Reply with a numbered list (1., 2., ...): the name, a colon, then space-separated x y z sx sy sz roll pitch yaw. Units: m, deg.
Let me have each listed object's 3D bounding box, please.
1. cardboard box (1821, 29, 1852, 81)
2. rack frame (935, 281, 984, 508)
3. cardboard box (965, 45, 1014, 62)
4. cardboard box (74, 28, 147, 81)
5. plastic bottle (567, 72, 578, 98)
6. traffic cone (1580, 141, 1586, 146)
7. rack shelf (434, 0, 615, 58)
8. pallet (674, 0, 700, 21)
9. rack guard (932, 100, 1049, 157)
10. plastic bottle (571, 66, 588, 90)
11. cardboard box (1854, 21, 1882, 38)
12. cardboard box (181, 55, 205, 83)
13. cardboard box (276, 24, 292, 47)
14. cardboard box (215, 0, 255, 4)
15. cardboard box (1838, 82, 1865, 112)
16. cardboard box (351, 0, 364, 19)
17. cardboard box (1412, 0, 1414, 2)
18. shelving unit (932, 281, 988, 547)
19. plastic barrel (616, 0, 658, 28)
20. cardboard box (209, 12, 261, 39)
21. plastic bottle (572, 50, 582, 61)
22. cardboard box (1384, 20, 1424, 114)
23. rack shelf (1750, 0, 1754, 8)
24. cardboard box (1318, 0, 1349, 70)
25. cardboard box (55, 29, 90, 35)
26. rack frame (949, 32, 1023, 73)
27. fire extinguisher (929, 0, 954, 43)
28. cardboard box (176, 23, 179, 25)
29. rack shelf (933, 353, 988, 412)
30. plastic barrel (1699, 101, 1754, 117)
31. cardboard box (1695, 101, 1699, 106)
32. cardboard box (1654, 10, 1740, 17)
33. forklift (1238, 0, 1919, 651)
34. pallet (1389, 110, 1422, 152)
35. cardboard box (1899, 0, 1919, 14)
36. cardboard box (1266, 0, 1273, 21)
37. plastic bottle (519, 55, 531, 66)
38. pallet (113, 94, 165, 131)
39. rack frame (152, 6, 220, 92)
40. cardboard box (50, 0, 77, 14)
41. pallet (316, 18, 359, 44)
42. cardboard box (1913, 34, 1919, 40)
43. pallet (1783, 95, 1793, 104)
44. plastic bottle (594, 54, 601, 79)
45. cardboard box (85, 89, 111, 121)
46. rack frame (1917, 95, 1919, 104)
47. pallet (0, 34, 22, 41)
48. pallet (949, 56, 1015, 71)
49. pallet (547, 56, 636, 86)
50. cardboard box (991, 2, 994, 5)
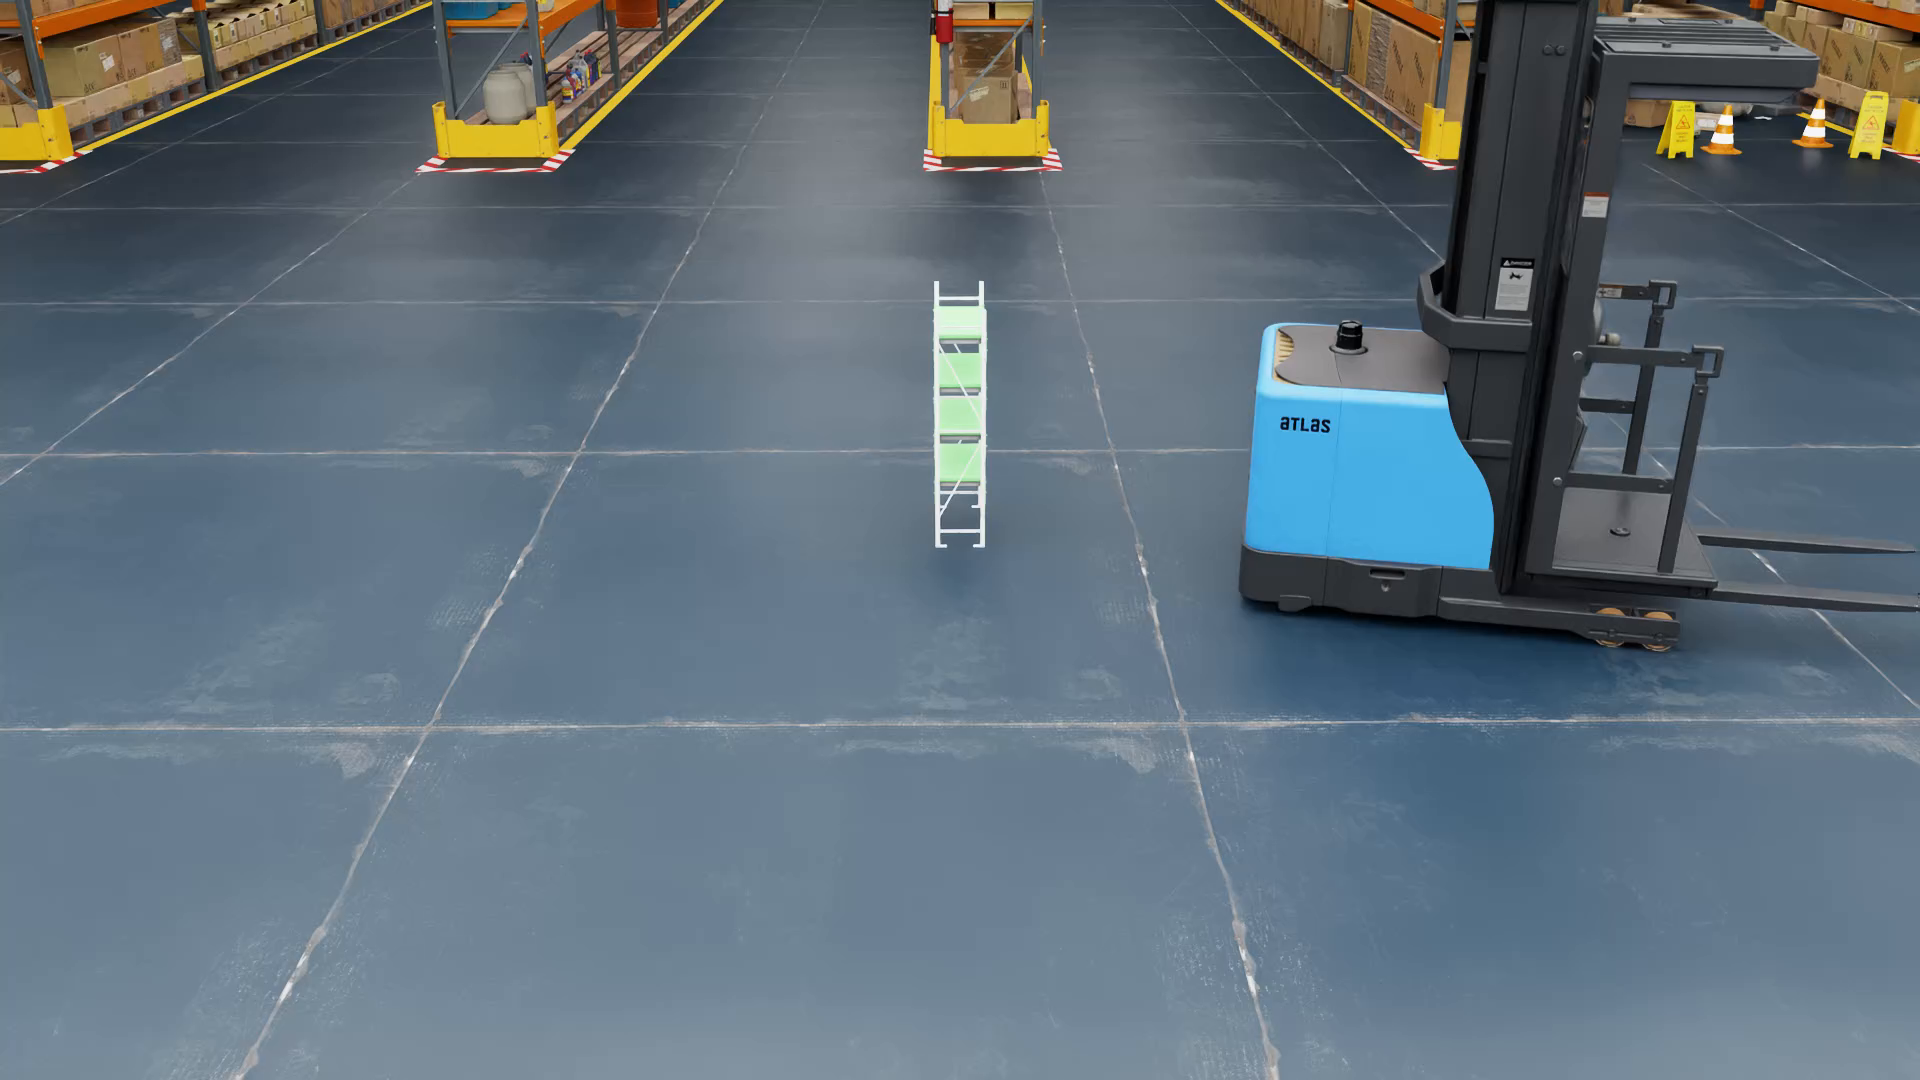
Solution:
1. cardboard box: 9.939 -5.367 18.394 0.500 0.500 0.500 -1 24 -2
2. rack frame: -0.004 -0.715 8.376 0.240 1.200 0.015 0 24 -1
3. cardboard box: 0.327 -5.335 18.929 0.500 0.500 0.500 -2 24 -5
4. cardboard box: -9.396 -5.368 18.396 0.500 0.500 0.500 0 24 -1
5. plastic bottle: -4.358 -5.115 18.697 0.097 0.271 0.097 0 24 0
6. traffic cone: 6.682 -4.341 17.286 0.336 0.463 0.334 0 24 -1
7. rack shelf: -4.668 -5.765 18.229 1.077 0.370 4.000 0 24 -1
8. pallet: -4.810 -8.624 27.063 1.003 0.211 1.213 0 24 -1
9. rack guard: 0.306 -4.183 16.892 1.175 0.500 0.348 0 24 -1
10. plastic bottle: -4.391 -5.333 19.172 0.152 0.276 0.135 0 24 0
11. cardboard box: 9.876 -5.494 17.888 0.380 0.149 0.250 0 24 0
12. cardboard box: -9.419 -5.644 19.917 0.500 0.250 0.500 0 24 -1
13. cardboard box: -9.425 -6.847 22.577 0.500 0.250 0.500 0 24 1
14. cardboard box: -9.960 -7.305 22.907 0.500 0.311 0.500 -1 24 -2
15. cardboard box: 9.941 -4.819 18.092 0.500 0.250 0.500 0 24 0
16. cardboard box: -9.417 -8.217 25.277 0.500 0.500 0.500 -1 24 -1
17. cardboard box: 5.310 -5.950 17.584 0.875 0.550 0.550 0 24 -1
18. shelving unit: -0.002 -0.615 8.154 0.258 1.200 0.503 0 24 -1
19. plastic barrel: -4.755 -7.969 24.353 0.600 0.830 0.708 0 24 -1
20. cardboard box: -9.405 -6.681 21.528 0.500 0.311 0.500 -1 24 -2
21. plastic bottle: -4.538 -5.645 19.773 0.144 0.351 0.185 0 24 -1
22. cardboard box: 5.183 -5.136 18.035 0.875 0.875 0.875 -1 24 -1
23. rack shelf: 10.151 -7.480 22.021 1.077 0.370 4.000 0 24 -1
24. cardboard box: 5.127 -6.341 20.851 1.050 0.750 0.750 0 24 -1
25. cardboard box: -9.932 -5.365 18.390 0.500 0.500 0.500 0 24 -1
26. rack frame: 0.263 -6.939 19.952 1.000 3.000 0.127 0 24 -1
27. fire extinguisher: -0.153 -5.206 16.215 0.296 0.674 0.183 0 24 -1
28. cardboard box: -9.934 -6.255 20.588 0.500 0.311 0.500 0 24 -1
29. rack shelf: -0.002 -0.775 8.081 0.258 0.148 0.480 0 24 -1
30. plastic barrel: 8.680 -5.006 18.804 0.512 0.421 0.421 19 30 35
31. cardboard box: 8.824 -5.398 19.575 0.500 0.500 0.500 19 30 35
32. cardboard box: 10.141 -7.089 22.963 0.950 0.372 0.625 -1 24 -2
33. forklift: 2.837 -1.094 7.112 3.031 2.935 1.130 5 25 10
34. pallet: 5.181 -4.330 17.567 1.003 0.211 1.213 0 24 -1
35. cardboard box: 9.885 -5.478 17.026 0.380 0.149 0.250 -1 24 -1
36. cardboard box: 4.910 -8.104 25.052 0.500 0.500 0.500 1 24 2
37. plastic bottle: -5.093 -5.498 19.446 0.144 0.351 0.185 -1 24 -3
38. pallet: -9.659 -4.793 18.592 1.003 0.211 1.213 0 24 -1
39. rack frame: -9.642 -6.896 19.857 1.000 3.000 0.127 0 24 -1
40. cardboard box: -9.602 -5.702 17.096 0.700 0.500 0.500 0 24 1
41. pallet: -9.656 -7.581 24.757 1.003 0.211 1.213 0 24 -1
42. cardboard box: 10.473 -5.174 17.967 0.500 0.500 0.500 -1 24 -3
43. pallet: 10.215 -5.436 20.014 1.003 0.211 1.213 0 24 -1
44. plastic bottle: -4.354 -5.683 19.937 0.061 0.283 0.133 1 24 2
45. cardboard box: -9.391 -4.614 17.639 0.500 0.250 0.500 0 24 -1
46. rack frame: 10.216 -5.335 16.406 1.000 3.000 0.127 0 24 -1
47. pallet: -14.573 -7.575 24.742 1.003 0.211 1.213 0 24 -1
48. pallet: 0.253 -5.989 21.236 1.003 0.211 1.213 0 24 -1
49. pallet: -4.737 -5.969 21.193 1.003 0.211 1.213 0 24 -1
50. cardboard box: 0.522 -5.810 17.760 0.380 0.149 0.250 0 24 -1
